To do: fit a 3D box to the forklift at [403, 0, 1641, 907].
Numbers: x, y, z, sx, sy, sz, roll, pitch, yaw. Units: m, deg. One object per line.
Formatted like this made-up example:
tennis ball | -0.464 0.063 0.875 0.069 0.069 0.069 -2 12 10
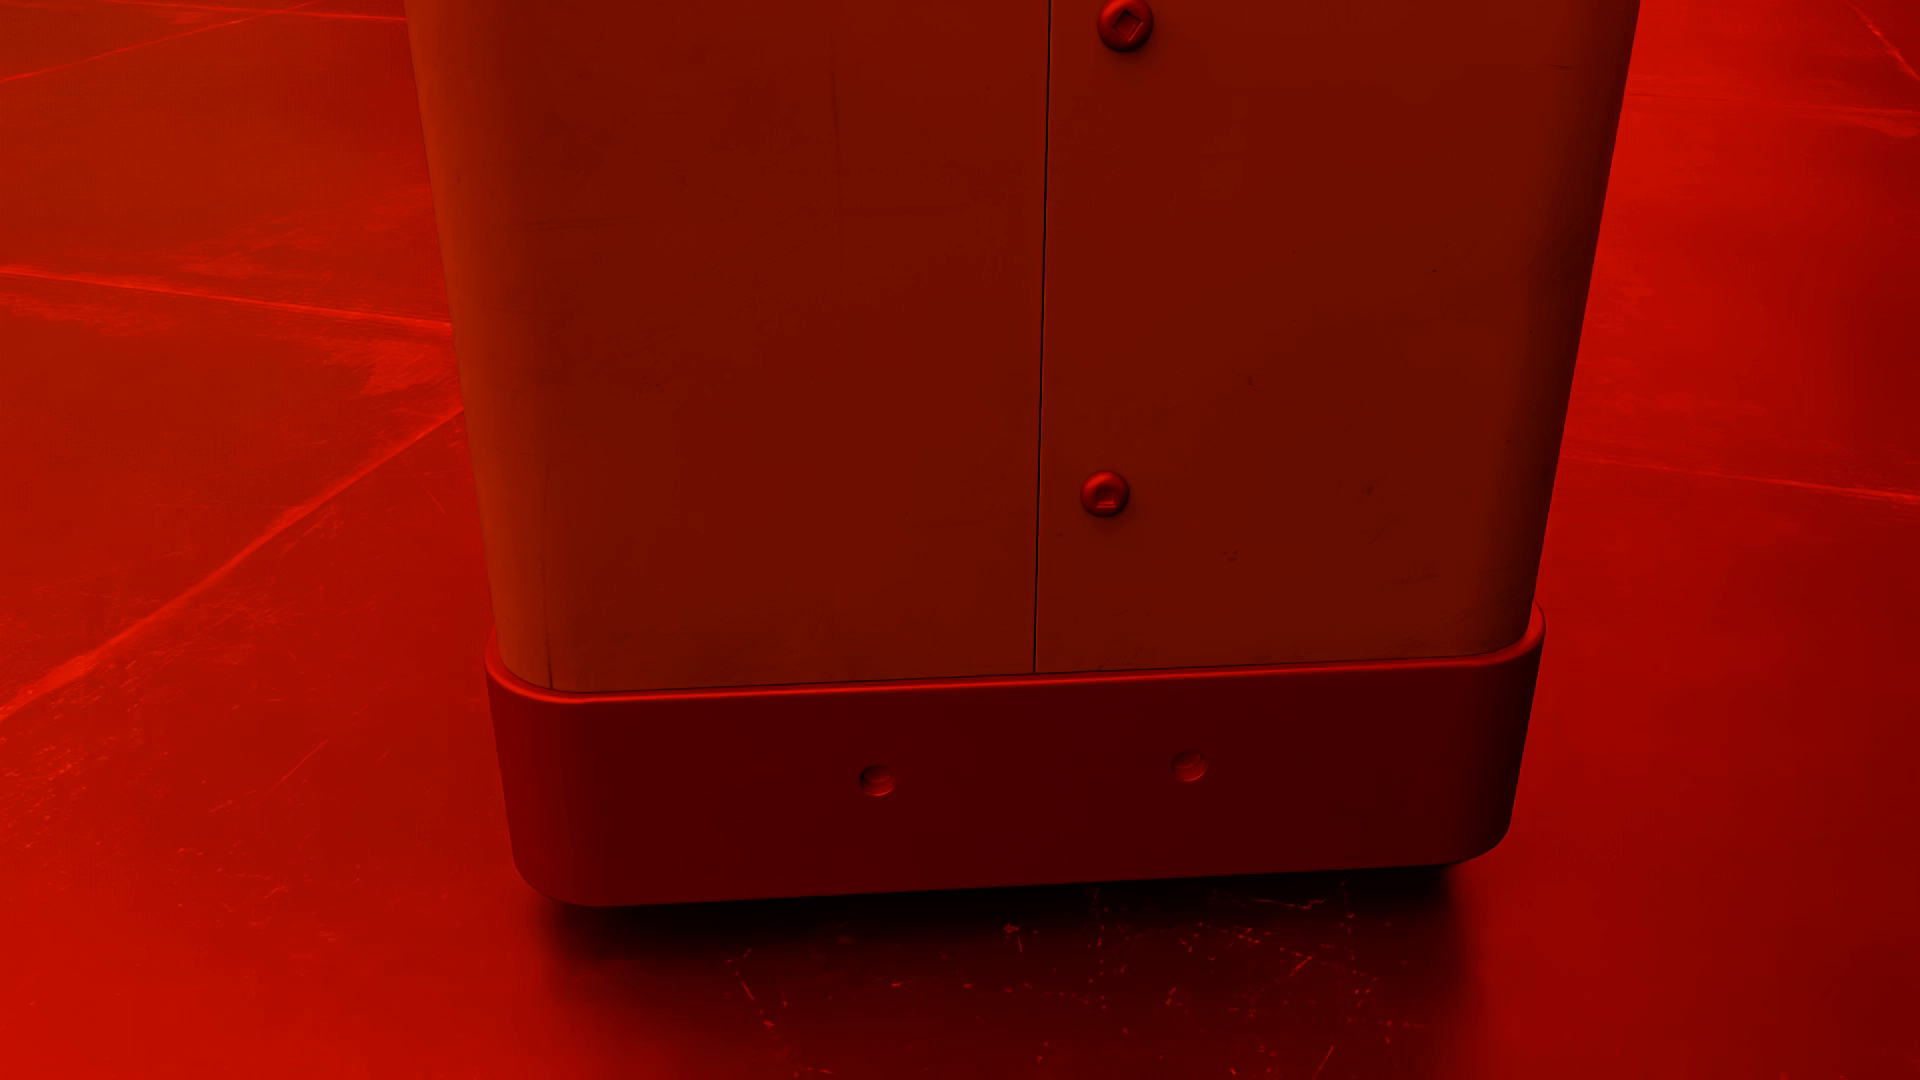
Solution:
forklift | -0.048 -1.581 2.374 1.130 2.935 3.031 -2 27 -4
